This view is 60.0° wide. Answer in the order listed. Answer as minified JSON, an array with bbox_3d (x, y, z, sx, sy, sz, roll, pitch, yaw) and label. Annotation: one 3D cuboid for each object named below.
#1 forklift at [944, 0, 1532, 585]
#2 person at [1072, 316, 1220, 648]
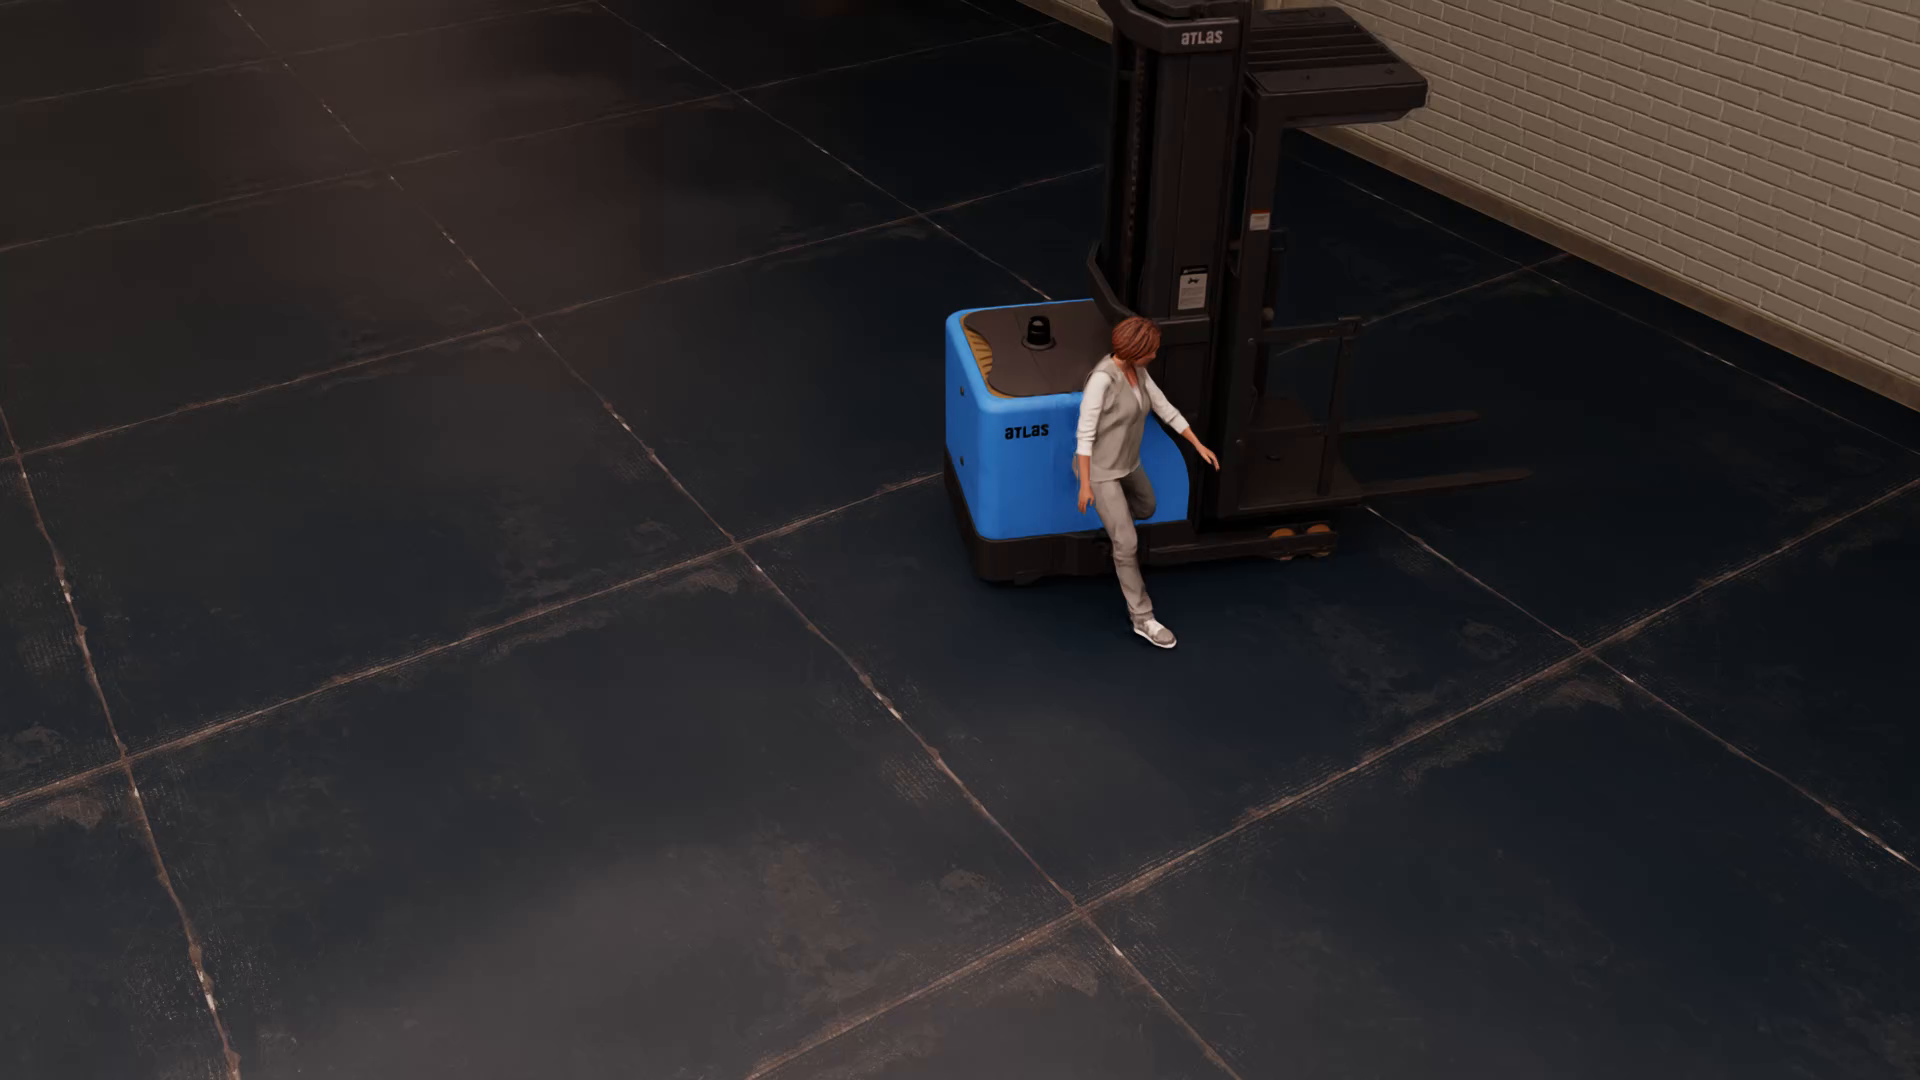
[{"bbox_3d":[1.481,-1.385,8.118,3.031,2.935,1.130,-6,36,-9],"label":"forklift"},{"bbox_3d":[0.812,-0.262,7.845,0.782,1.368,0.679,20,40,26],"label":"person"}]
